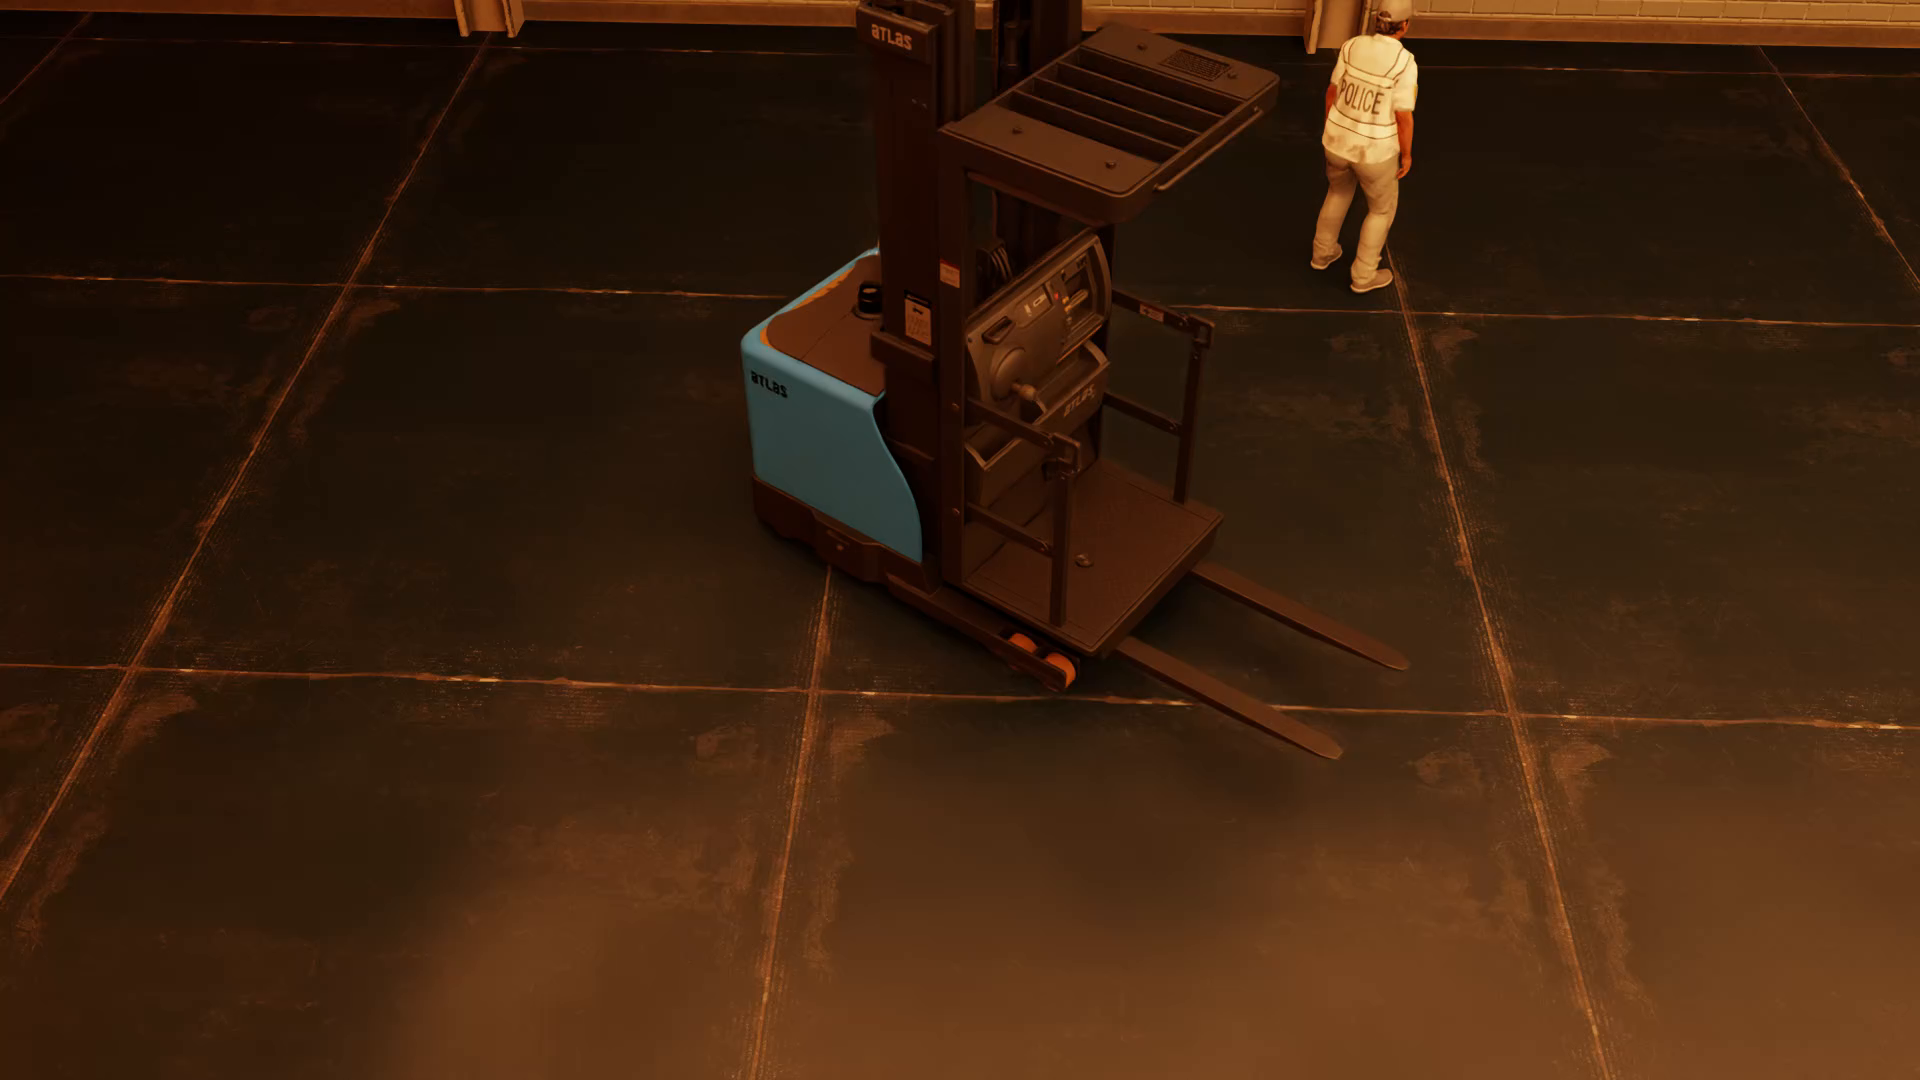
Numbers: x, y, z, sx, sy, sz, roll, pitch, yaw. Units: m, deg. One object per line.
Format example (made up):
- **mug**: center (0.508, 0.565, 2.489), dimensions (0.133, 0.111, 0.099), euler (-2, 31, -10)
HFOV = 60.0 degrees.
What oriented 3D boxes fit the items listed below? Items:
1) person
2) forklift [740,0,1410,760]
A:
- **person**: center (2.220, -2.154, 9.049), dimensions (0.530, 1.670, 0.459), euler (34, 52, 31)
- **forklift**: center (0.494, -0.838, 6.660), dimensions (3.031, 2.935, 1.130), euler (27, 49, 26)
